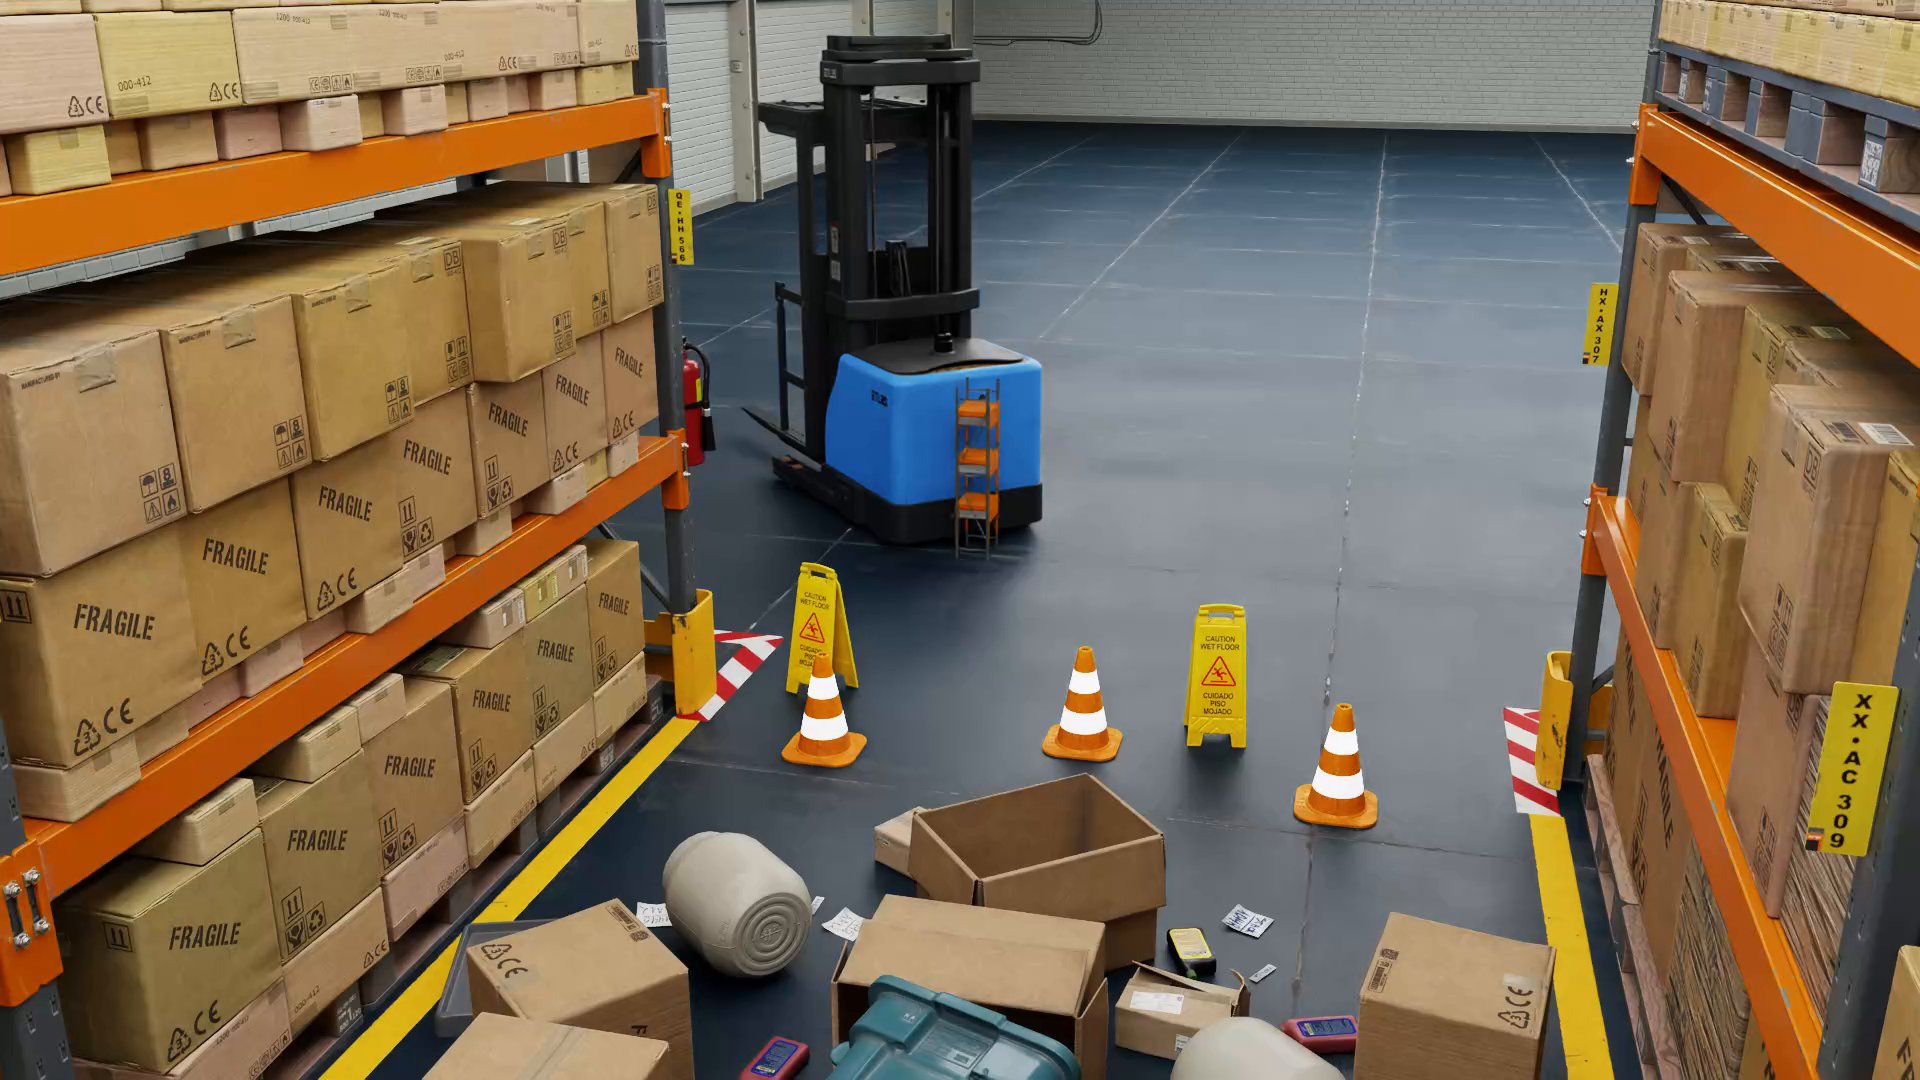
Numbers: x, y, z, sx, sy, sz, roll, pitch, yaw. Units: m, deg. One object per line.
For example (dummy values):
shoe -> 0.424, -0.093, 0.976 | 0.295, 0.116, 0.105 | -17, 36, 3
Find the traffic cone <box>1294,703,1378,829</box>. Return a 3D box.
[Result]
traffic cone -> 1.565, 0.894, 6.854 | 0.336, 0.463, 0.334 | 5, 19, 13

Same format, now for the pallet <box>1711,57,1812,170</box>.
pallet -> 2.605, -1.121, 4.326 | 1.003, 0.211, 1.213 | 5, 19, 13

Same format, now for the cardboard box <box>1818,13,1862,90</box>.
cardboard box -> 2.059, -1.033, 3.515 | 0.380, 0.149, 0.250 | 5, 19, 14

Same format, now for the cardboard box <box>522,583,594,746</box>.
cardboard box -> -1.820, 0.463, 6.635 | 0.500, 0.500, 0.500 | 5, 20, 15

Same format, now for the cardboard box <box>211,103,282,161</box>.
cardboard box -> -2.169, -1.167, 4.713 | 0.380, 0.149, 0.250 | 4, 19, 12

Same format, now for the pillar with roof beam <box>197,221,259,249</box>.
pillar with roof beam -> -1.970, -5.343, 11.909 | 9.100, 9.000, 0.400 | 5, 19, 13

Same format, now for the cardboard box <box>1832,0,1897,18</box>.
cardboard box -> 2.090, -1.175, 3.315 | 0.500, 0.250, 0.500 | 5, 19, 13

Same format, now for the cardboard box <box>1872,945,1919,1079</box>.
cardboard box -> 1.705, 0.989, 2.496 | 0.500, 0.500, 0.500 | 5, 19, 14

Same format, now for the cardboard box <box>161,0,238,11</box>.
cardboard box -> -2.138, -1.463, 4.345 | 0.380, 0.149, 0.250 | 5, 19, 13

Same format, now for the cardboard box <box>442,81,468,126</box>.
cardboard box -> -1.909, -1.487, 5.650 | 0.380, 0.149, 0.250 | 4, 19, 12

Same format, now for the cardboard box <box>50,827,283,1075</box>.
cardboard box -> -2.324, 1.118, 4.718 | 0.500, 0.500, 0.500 | 6, 20, 16

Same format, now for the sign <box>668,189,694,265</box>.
sign -> -1.219, -1.367, 7.270 | 0.100, 0.325, 0.005 | 5, 19, 13

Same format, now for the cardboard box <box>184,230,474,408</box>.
cardboard box -> -2.078, -0.732, 5.529 | 0.700, 0.500, 0.500 | 5, 19, 13

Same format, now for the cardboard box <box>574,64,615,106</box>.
cardboard box -> -1.598, -1.806, 6.582 | 0.380, 0.149, 0.250 | 5, 19, 14

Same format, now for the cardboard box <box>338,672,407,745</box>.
cardboard box -> -2.049, 0.531, 5.434 | 0.380, 0.149, 0.250 | 6, 20, 17

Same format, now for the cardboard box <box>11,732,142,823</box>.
cardboard box -> -2.342, 0.579, 4.240 | 0.380, 0.149, 0.250 | 5, 19, 13

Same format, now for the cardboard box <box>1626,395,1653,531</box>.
cardboard box -> 3.025, -0.312, 6.228 | 0.875, 0.550, 0.550 | 5, 19, 13

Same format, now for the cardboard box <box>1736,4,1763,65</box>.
cardboard box -> 2.308, -1.350, 4.442 | 0.380, 0.149, 0.250 | 5, 19, 14

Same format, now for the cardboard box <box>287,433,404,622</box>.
cardboard box -> -2.117, -0.086, 5.183 | 0.500, 0.500, 0.500 | 4, 19, 13

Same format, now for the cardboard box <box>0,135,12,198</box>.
cardboard box -> -2.413, -0.846, 3.772 | 0.380, 0.149, 0.250 | 4, 19, 13

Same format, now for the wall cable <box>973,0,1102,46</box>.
wall cable -> 1.721, -12.555, 37.827 | 3.097, 2.526, 0.112 | 5, 19, 13

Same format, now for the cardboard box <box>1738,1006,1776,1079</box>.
cardboard box -> 2.316, 1.508, 3.769 | 0.875, 0.875, 0.875 | 5, 19, 14

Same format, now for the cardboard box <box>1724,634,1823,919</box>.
cardboard box -> 2.286, 0.531, 3.759 | 0.875, 0.550, 0.550 | 5, 19, 13

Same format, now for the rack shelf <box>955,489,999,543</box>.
rack shelf -> 0.101, -0.137, 9.857 | 0.215, 0.259, 0.240 | 5, 19, 13

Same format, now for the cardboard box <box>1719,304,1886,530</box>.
cardboard box -> 2.627, -0.309, 4.548 | 0.875, 0.550, 0.500 | 5, 19, 13

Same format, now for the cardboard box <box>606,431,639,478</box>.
cardboard box -> -1.591, -0.379, 7.044 | 0.380, 0.149, 0.250 | 4, 19, 13

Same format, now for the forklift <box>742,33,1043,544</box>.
forklift -> -0.625, -1.794, 10.906 | 1.130, 2.935, 3.031 | -10, 21, -26

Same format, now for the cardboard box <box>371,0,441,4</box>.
cardboard box -> -1.891, -1.785, 5.288 | 0.380, 0.149, 0.250 | 5, 20, 15

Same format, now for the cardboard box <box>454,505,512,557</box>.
cardboard box -> -1.881, -0.060, 6.113 | 0.380, 0.149, 0.250 | 4, 19, 13

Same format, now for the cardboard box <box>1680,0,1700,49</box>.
cardboard box -> 2.554, -1.667, 5.370 | 0.380, 0.149, 0.250 | 5, 19, 14

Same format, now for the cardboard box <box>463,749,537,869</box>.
cardboard box -> -1.946, 0.983, 6.272 | 0.500, 0.250, 0.500 | 4, 19, 11

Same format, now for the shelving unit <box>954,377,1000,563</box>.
shelving unit -> 0.101, -0.410, 9.764 | 0.215, 1.050, 0.252 | 5, 19, 13

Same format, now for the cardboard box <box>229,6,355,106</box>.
cardboard box -> -2.105, -1.390, 4.748 | 0.500, 0.250, 0.500 | 5, 19, 14

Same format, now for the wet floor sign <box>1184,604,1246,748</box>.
wet floor sign -> 1.159, 0.588, 7.468 | 0.267, 0.644, 0.232 | 1, 19, 4

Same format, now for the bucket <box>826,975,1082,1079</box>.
bucket -> -0.108, 1.498, 3.874 | 0.726, 0.611, 0.620 | 12, 32, 32

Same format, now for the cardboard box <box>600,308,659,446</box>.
cardboard box -> -1.618, -0.716, 7.029 | 0.500, 0.500, 0.500 | 4, 19, 12

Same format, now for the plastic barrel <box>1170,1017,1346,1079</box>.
plastic barrel -> 0.884, 1.636, 4.744 | 0.421, 0.421, 0.512 | -13, 23, -34

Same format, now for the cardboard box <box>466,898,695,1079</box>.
cardboard box -> -1.149, 1.487, 5.056 | 0.500, 0.500, 0.500 | -13, 23, -34

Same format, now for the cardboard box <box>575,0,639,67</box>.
cardboard box -> -1.616, -2.028, 6.614 | 0.500, 0.250, 0.500 | 4, 19, 13

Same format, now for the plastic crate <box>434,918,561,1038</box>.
plastic crate -> -1.551, 1.488, 5.707 | 0.402, 0.080, 0.583 | -2, 19, -6

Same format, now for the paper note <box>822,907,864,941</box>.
paper note -> -0.406, 1.398, 6.064 | 0.148, 0.019, 0.142 | 12, 22, 32

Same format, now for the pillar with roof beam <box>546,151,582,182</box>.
pillar with roof beam -> -0.504, -7.224, 17.415 | 9.100, 9.000, 0.400 | 5, 19, 13

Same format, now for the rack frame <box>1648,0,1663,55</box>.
rack frame -> 3.072, -3.200, 5.633 | 1.000, 3.000, 0.127 | 5, 19, 13

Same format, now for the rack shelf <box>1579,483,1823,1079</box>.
rack shelf -> 2.583, 0.607, 4.884 | 1.077, 0.370, 4.000 | 5, 19, 13

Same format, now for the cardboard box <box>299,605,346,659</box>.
cardboard box -> -2.166, 0.250, 5.205 | 0.380, 0.149, 0.250 | 5, 19, 13

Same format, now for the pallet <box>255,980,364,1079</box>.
pallet -> -2.600, 1.640, 5.059 | 1.003, 0.211, 1.213 | 5, 19, 13
